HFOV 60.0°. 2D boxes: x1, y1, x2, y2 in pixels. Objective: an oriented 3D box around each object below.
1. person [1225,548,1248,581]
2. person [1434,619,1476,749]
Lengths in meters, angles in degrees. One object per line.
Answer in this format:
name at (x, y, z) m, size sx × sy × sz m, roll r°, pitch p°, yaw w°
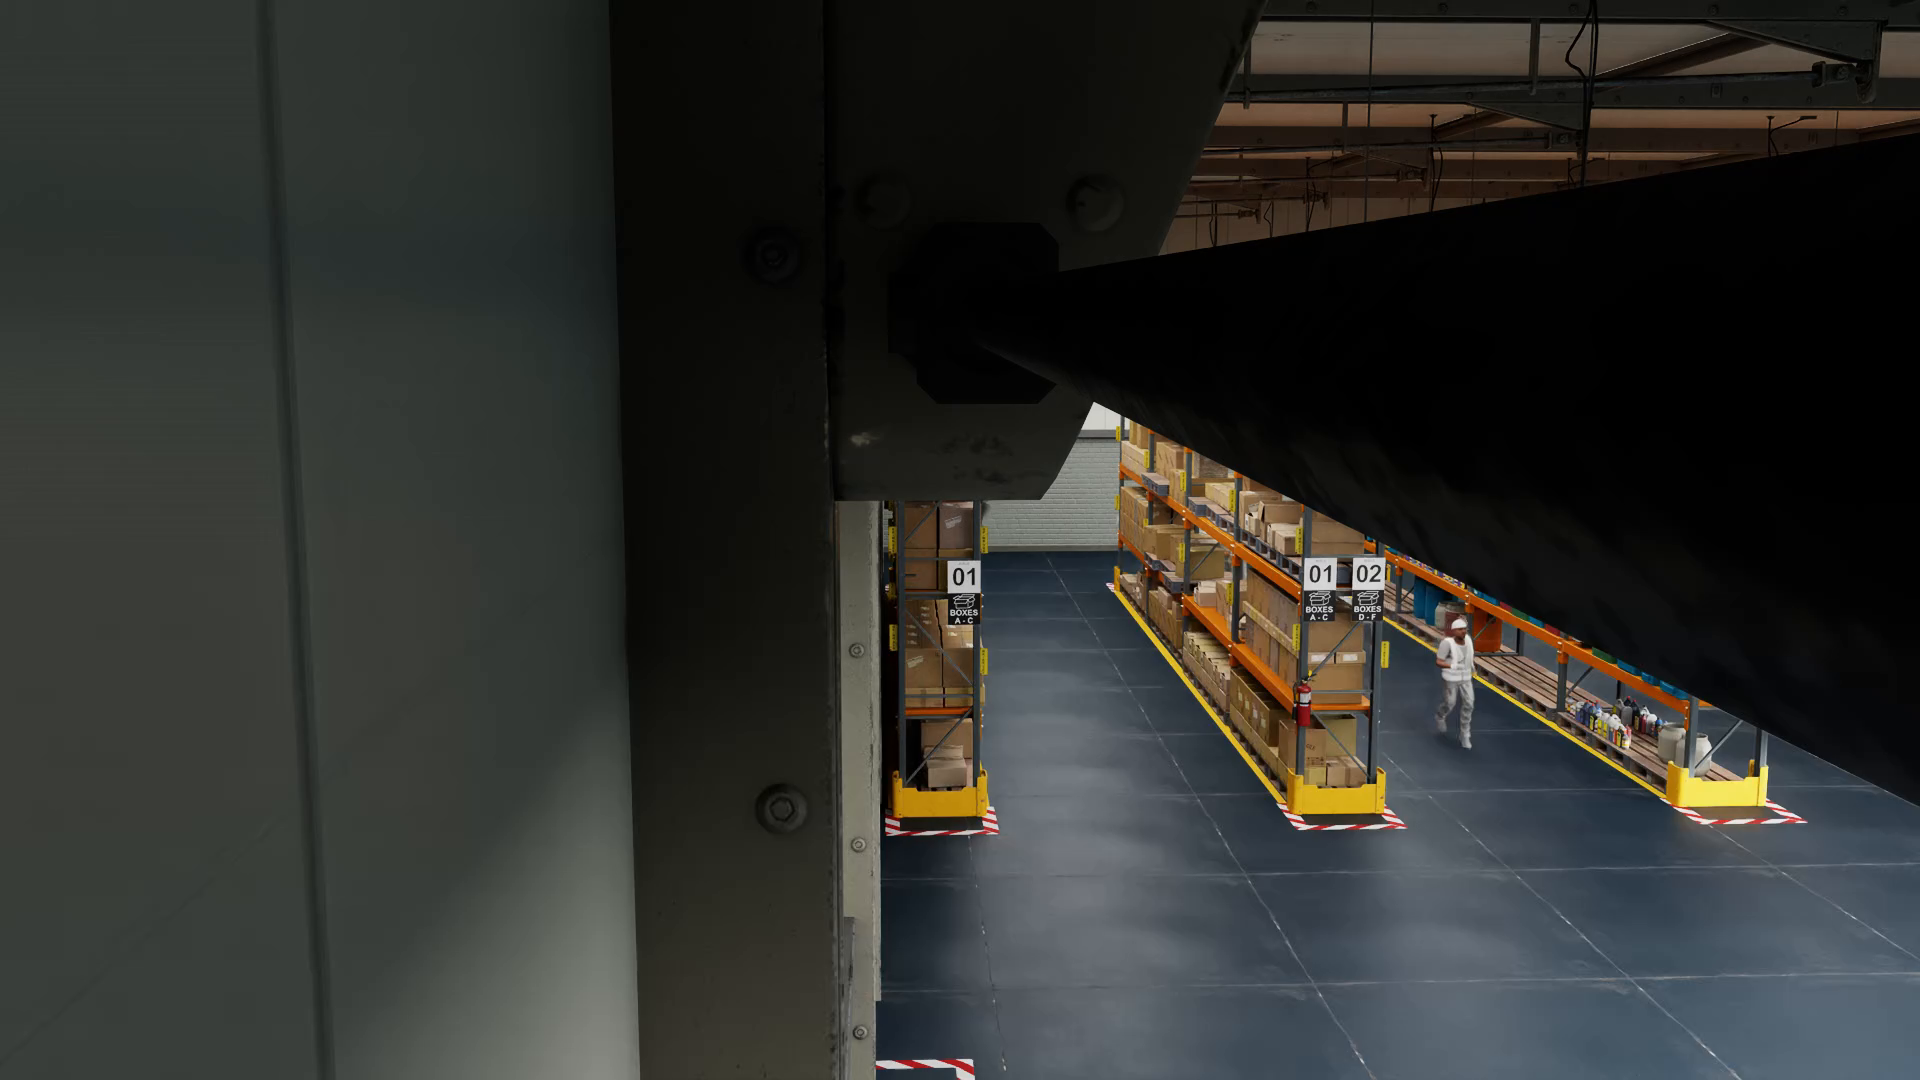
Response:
person at (5.825, 0.528, 34.750) m, size 0.578 × 1.662 × 0.643 m, roll -2°, pitch 8°, yaw -12°
person at (7.117, 2.036, 23.912) m, size 0.712 × 1.846 × 0.914 m, roll -2°, pitch 9°, yaw -15°
